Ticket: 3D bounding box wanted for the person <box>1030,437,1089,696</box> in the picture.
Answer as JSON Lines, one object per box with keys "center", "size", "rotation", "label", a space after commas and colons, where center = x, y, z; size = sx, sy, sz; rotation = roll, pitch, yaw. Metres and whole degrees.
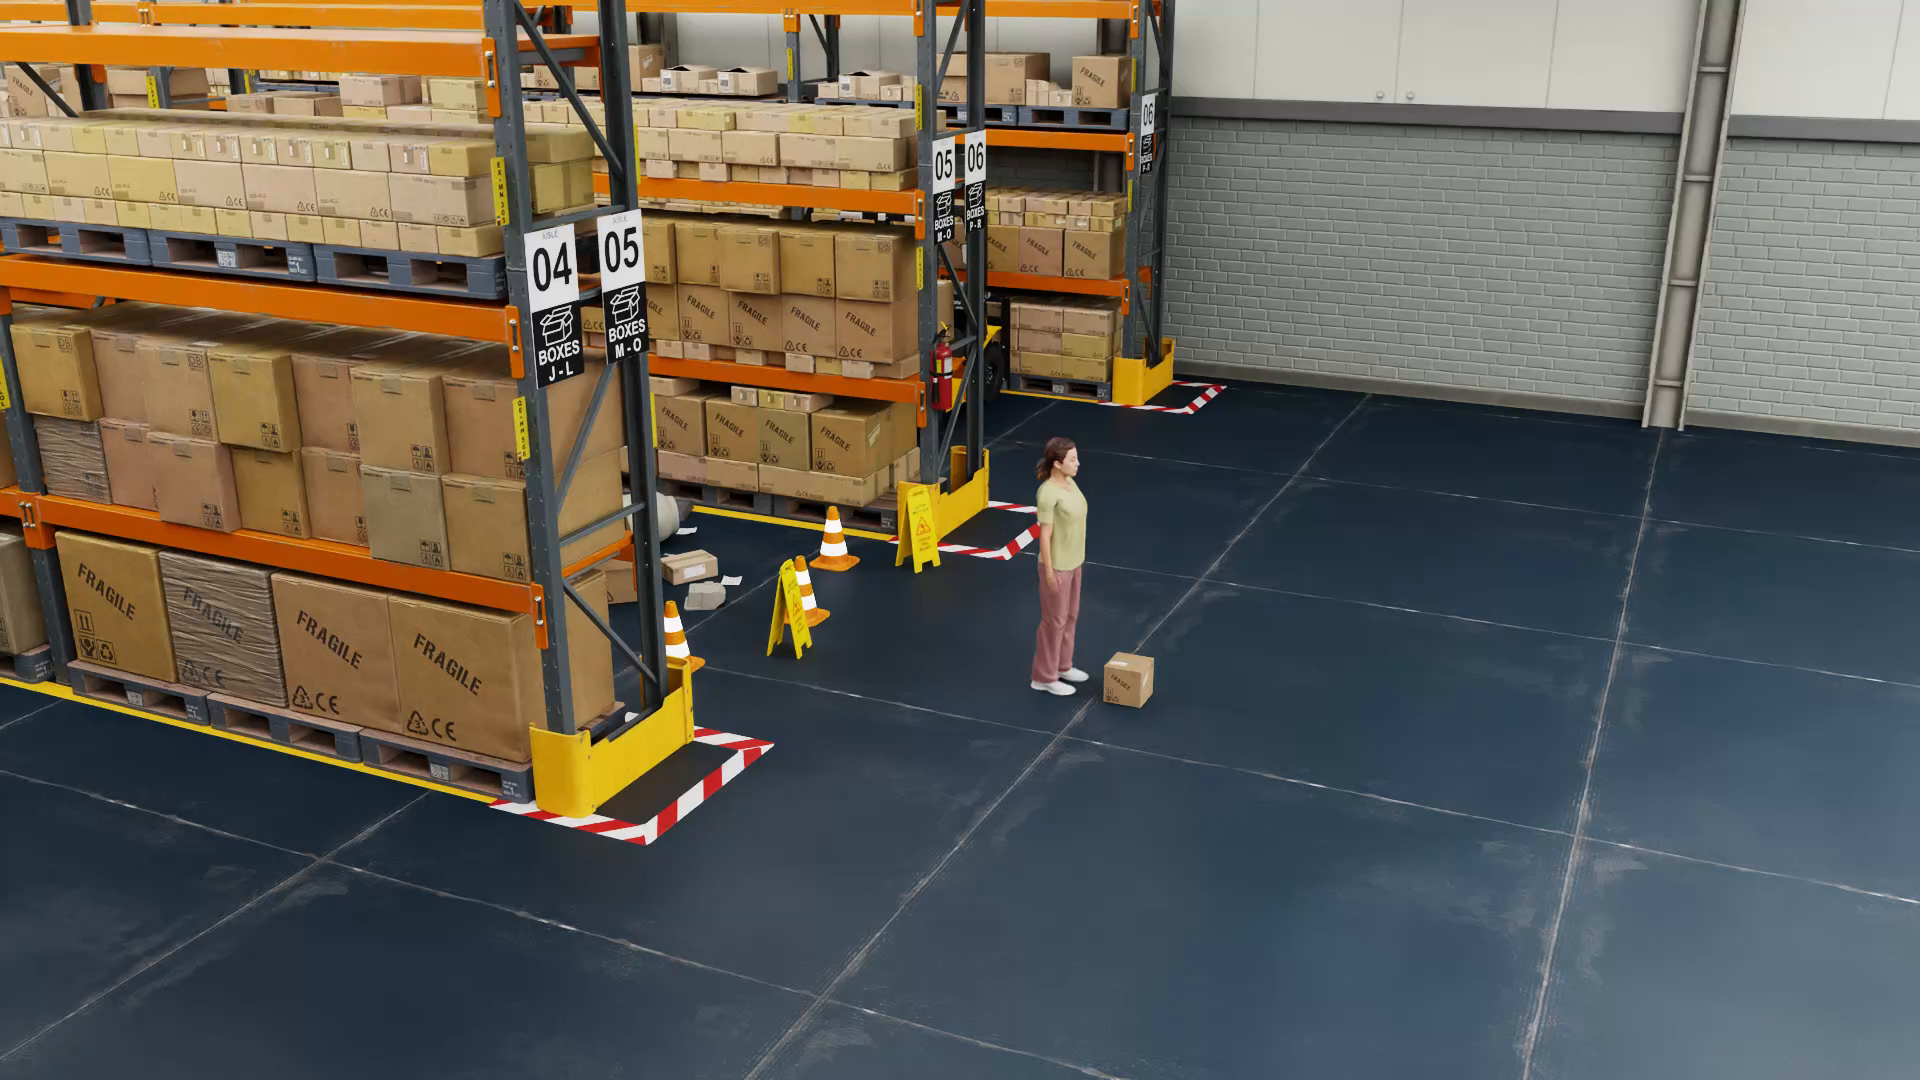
{"center": [0.635, 0.156, 10.630], "size": [0.352, 1.672, 0.441], "rotation": [9, 21, 24], "label": "person"}
